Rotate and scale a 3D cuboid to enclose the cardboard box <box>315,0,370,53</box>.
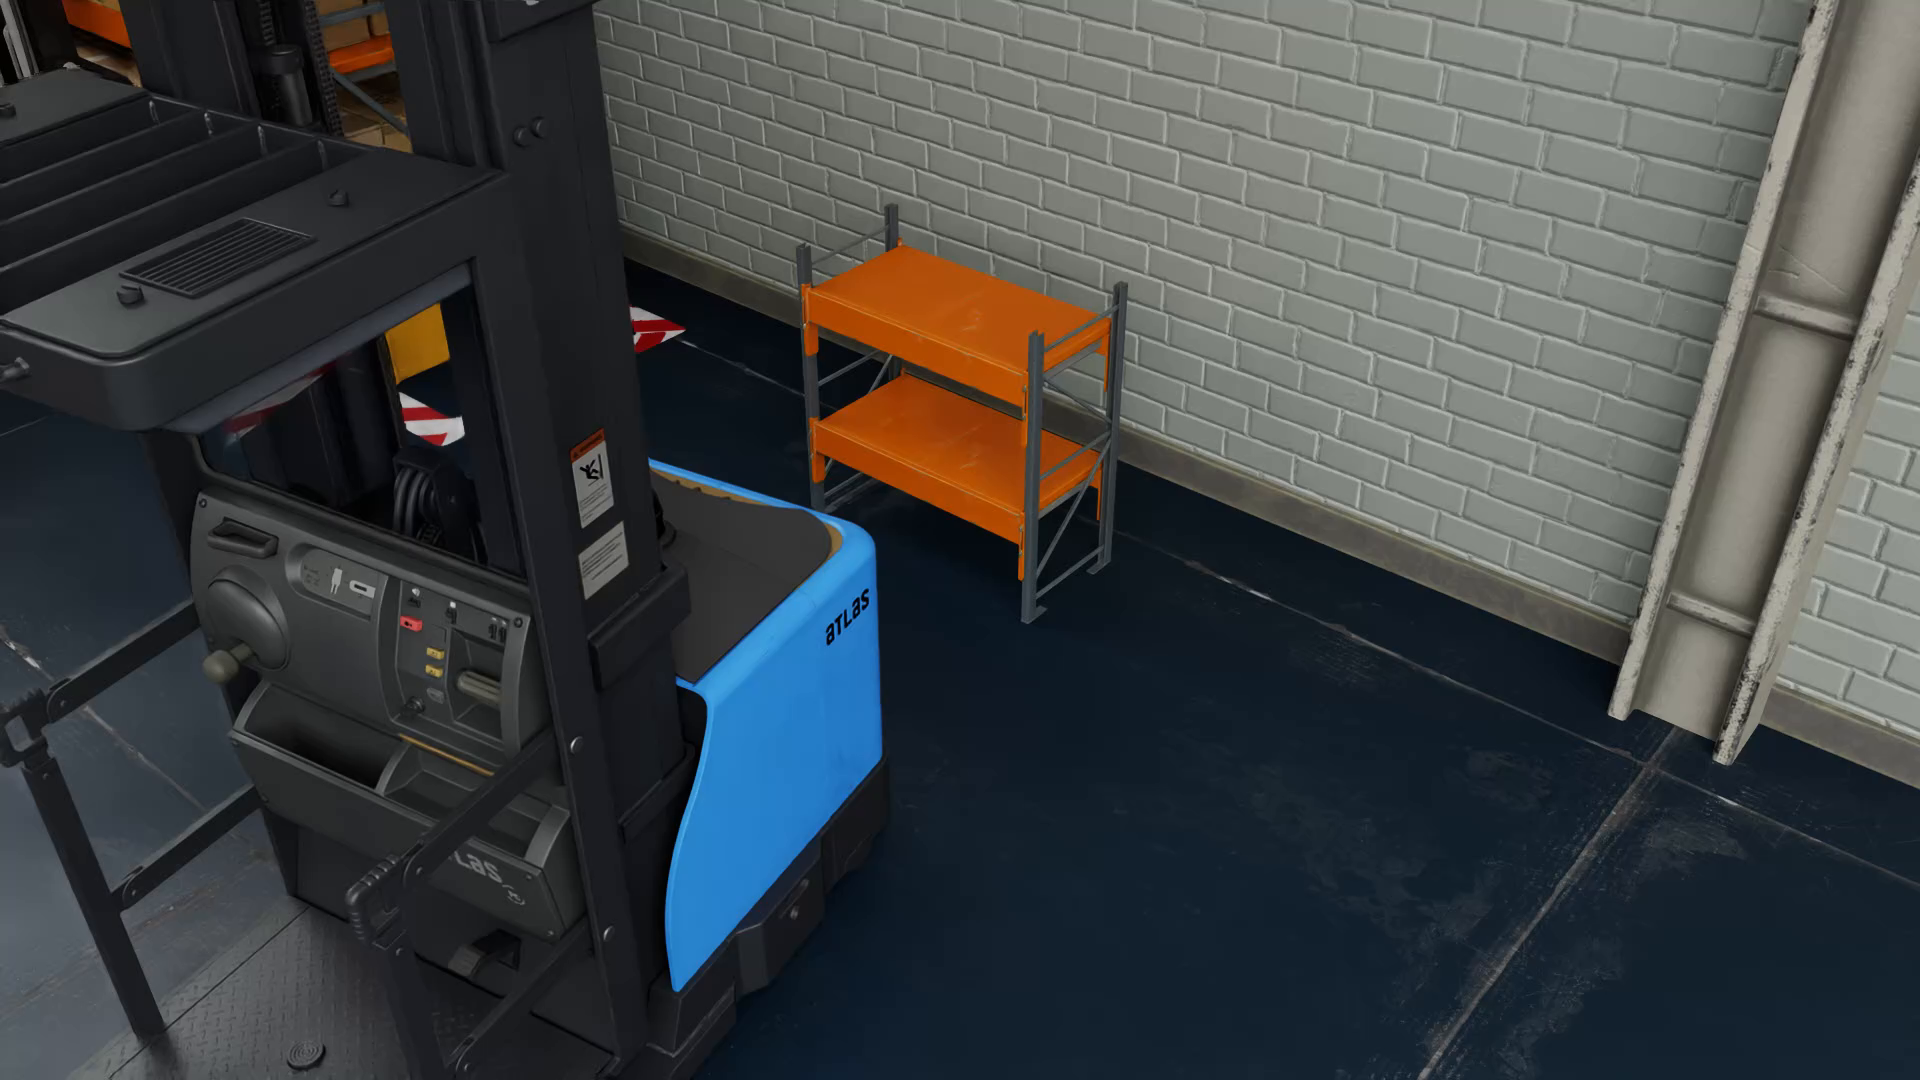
[{"bbox_3d":[-2.840,-2.299,6.859,0.500,0.500,0.500,24,41,31],"label":"cardboard box"}]

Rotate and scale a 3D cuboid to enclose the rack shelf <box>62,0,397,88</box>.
[{"bbox_3d":[-3.830,-2.621,8.053,4.000,0.370,1.077,25,42,32],"label":"rack shelf"}]

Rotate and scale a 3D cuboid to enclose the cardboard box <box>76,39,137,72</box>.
[{"bbox_3d":[-4.022,-2.224,8.014,0.500,0.250,0.500,24,41,31],"label":"cardboard box"}]

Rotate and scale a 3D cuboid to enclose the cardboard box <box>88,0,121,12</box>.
[{"bbox_3d":[-3.626,-2.676,7.409,0.500,0.500,0.500,24,41,31],"label":"cardboard box"}]

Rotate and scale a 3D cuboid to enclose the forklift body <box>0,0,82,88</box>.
[{"bbox_3d":[-4.918,-1.737,6.879,1.214,2.155,2.313,25,42,32],"label":"forklift body"}]

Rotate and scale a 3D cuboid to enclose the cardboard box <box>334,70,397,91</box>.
[{"bbox_3d":[-2.928,-2.081,7.806,0.500,0.250,0.500,25,42,32],"label":"cardboard box"}]

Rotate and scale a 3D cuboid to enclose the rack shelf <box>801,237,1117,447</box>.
[{"bbox_3d":[-0.005,-0.707,5.769,1.000,0.278,0.538,25,42,32],"label":"rack shelf"}]

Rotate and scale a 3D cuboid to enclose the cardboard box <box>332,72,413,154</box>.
[{"bbox_3d":[-2.542,-1.902,7.544,0.500,0.250,0.500,25,41,31],"label":"cardboard box"}]

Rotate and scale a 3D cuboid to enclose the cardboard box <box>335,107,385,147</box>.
[{"bbox_3d":[-2.847,-1.677,7.216,0.500,0.250,0.500,27,43,33],"label":"cardboard box"}]

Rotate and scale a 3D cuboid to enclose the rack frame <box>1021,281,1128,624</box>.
[{"bbox_3d":[0.385,-0.282,5.667,0.032,1.125,0.500,25,42,32],"label":"rack frame"}]

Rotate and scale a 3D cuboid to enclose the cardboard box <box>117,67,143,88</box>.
[{"bbox_3d":[-3.637,-2.037,7.742,0.500,0.250,0.500,26,42,32],"label":"cardboard box"}]

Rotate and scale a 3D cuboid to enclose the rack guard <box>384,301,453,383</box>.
[{"bbox_3d":[-2.275,-1.155,7.489,0.348,0.500,1.175,25,42,32],"label":"rack guard"}]

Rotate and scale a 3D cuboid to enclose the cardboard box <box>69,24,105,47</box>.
[{"bbox_3d":[-4.420,-2.418,8.296,0.500,0.250,0.500,27,43,33],"label":"cardboard box"}]

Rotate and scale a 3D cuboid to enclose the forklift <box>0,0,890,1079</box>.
[{"bbox_3d":[-1.359,0.246,3.303,1.130,2.935,3.031,17,38,23],"label":"forklift"}]

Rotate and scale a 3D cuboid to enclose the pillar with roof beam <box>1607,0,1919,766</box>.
[{"bbox_3d":[-0.395,-1.265,0.143,0.400,9.000,9.100,25,42,32],"label":"pillar with roof beam"}]

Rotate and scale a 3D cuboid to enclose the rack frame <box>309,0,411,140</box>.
[{"bbox_3d":[-2.293,-2.194,6.795,0.127,3.000,1.000,25,42,32],"label":"rack frame"}]

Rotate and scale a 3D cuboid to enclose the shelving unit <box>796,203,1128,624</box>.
[{"bbox_3d":[-0.005,-0.466,5.935,1.048,1.125,0.538,25,42,32],"label":"shelving unit"}]

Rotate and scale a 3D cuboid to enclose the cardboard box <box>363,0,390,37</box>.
[{"bbox_3d":[-2.496,-2.535,7.203,0.500,0.500,0.500,27,43,33],"label":"cardboard box"}]

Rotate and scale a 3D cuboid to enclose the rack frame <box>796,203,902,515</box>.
[{"bbox_3d":[-0.396,-0.650,6.203,0.032,1.125,0.500,25,42,32],"label":"rack frame"}]

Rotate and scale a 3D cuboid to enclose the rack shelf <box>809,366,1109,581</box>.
[{"bbox_3d":[-0.005,-0.265,6.074,1.000,0.278,0.538,25,42,32],"label":"rack shelf"}]
